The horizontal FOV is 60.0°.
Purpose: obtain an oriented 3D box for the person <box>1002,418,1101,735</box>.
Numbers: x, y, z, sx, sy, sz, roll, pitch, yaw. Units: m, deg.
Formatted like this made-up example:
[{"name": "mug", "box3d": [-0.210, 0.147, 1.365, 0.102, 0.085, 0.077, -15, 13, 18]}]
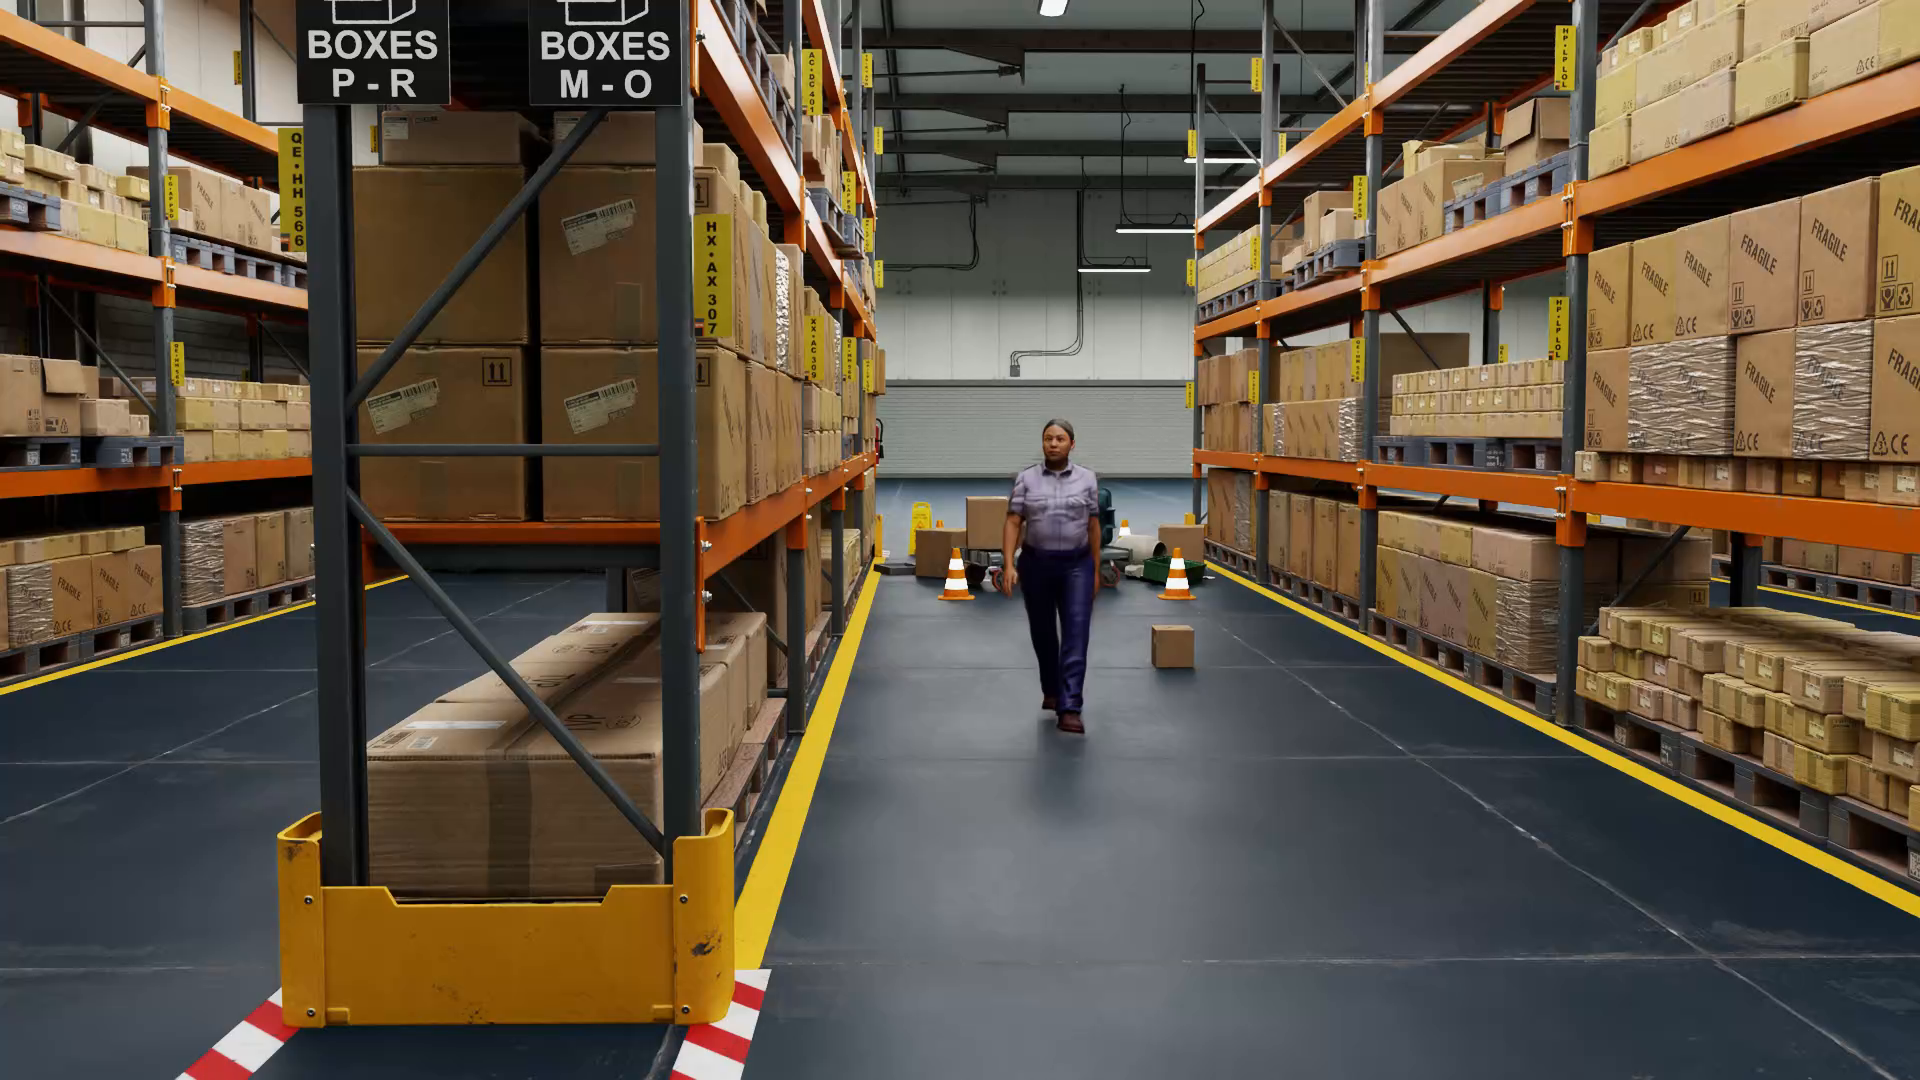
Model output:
[{"name": "person", "box3d": [0.472, 0.159, 8.634, 0.496, 1.575, 1.030, 1, 4, 8]}]
